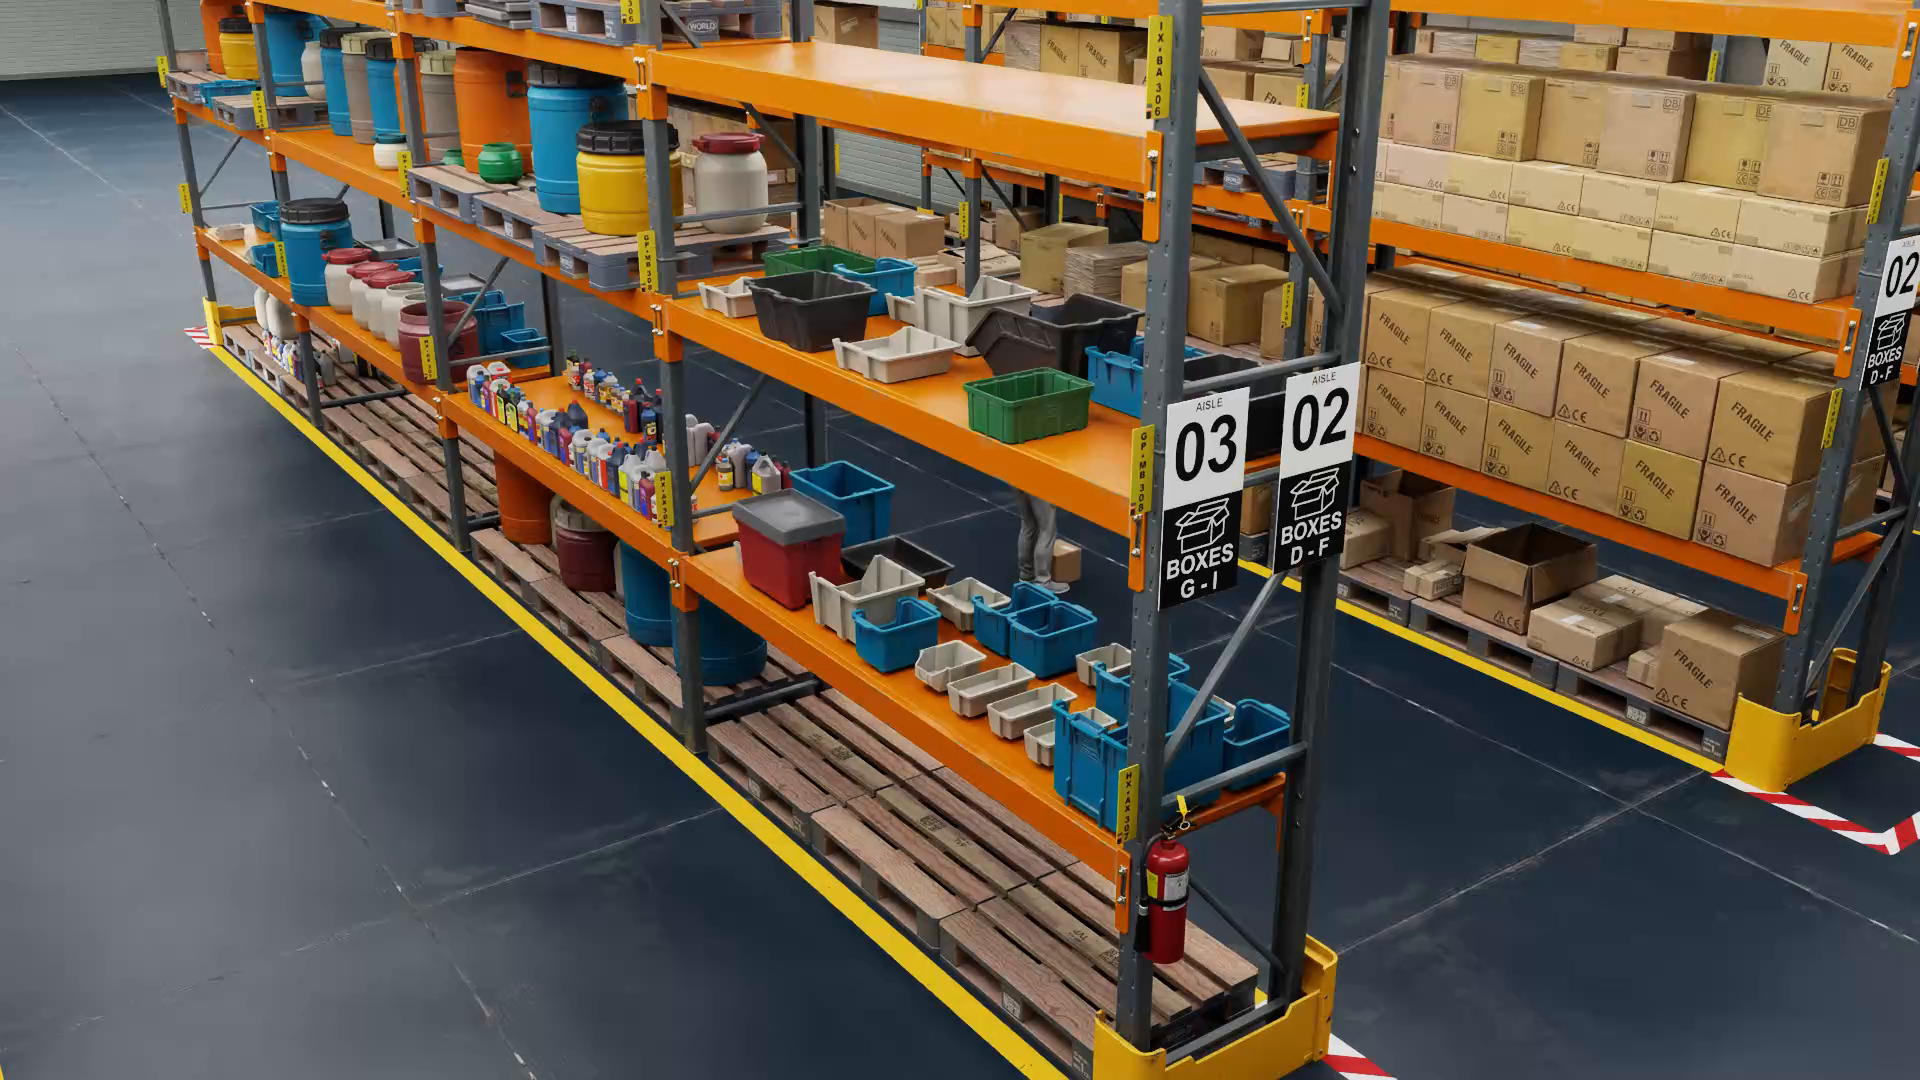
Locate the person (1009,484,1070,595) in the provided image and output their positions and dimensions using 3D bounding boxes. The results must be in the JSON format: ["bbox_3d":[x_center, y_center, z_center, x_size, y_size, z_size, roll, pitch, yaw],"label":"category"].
[{"bbox_3d":[0.560,-0.434,12.184,0.415,1.661,0.536,-16,27,-36],"label":"person"}]
